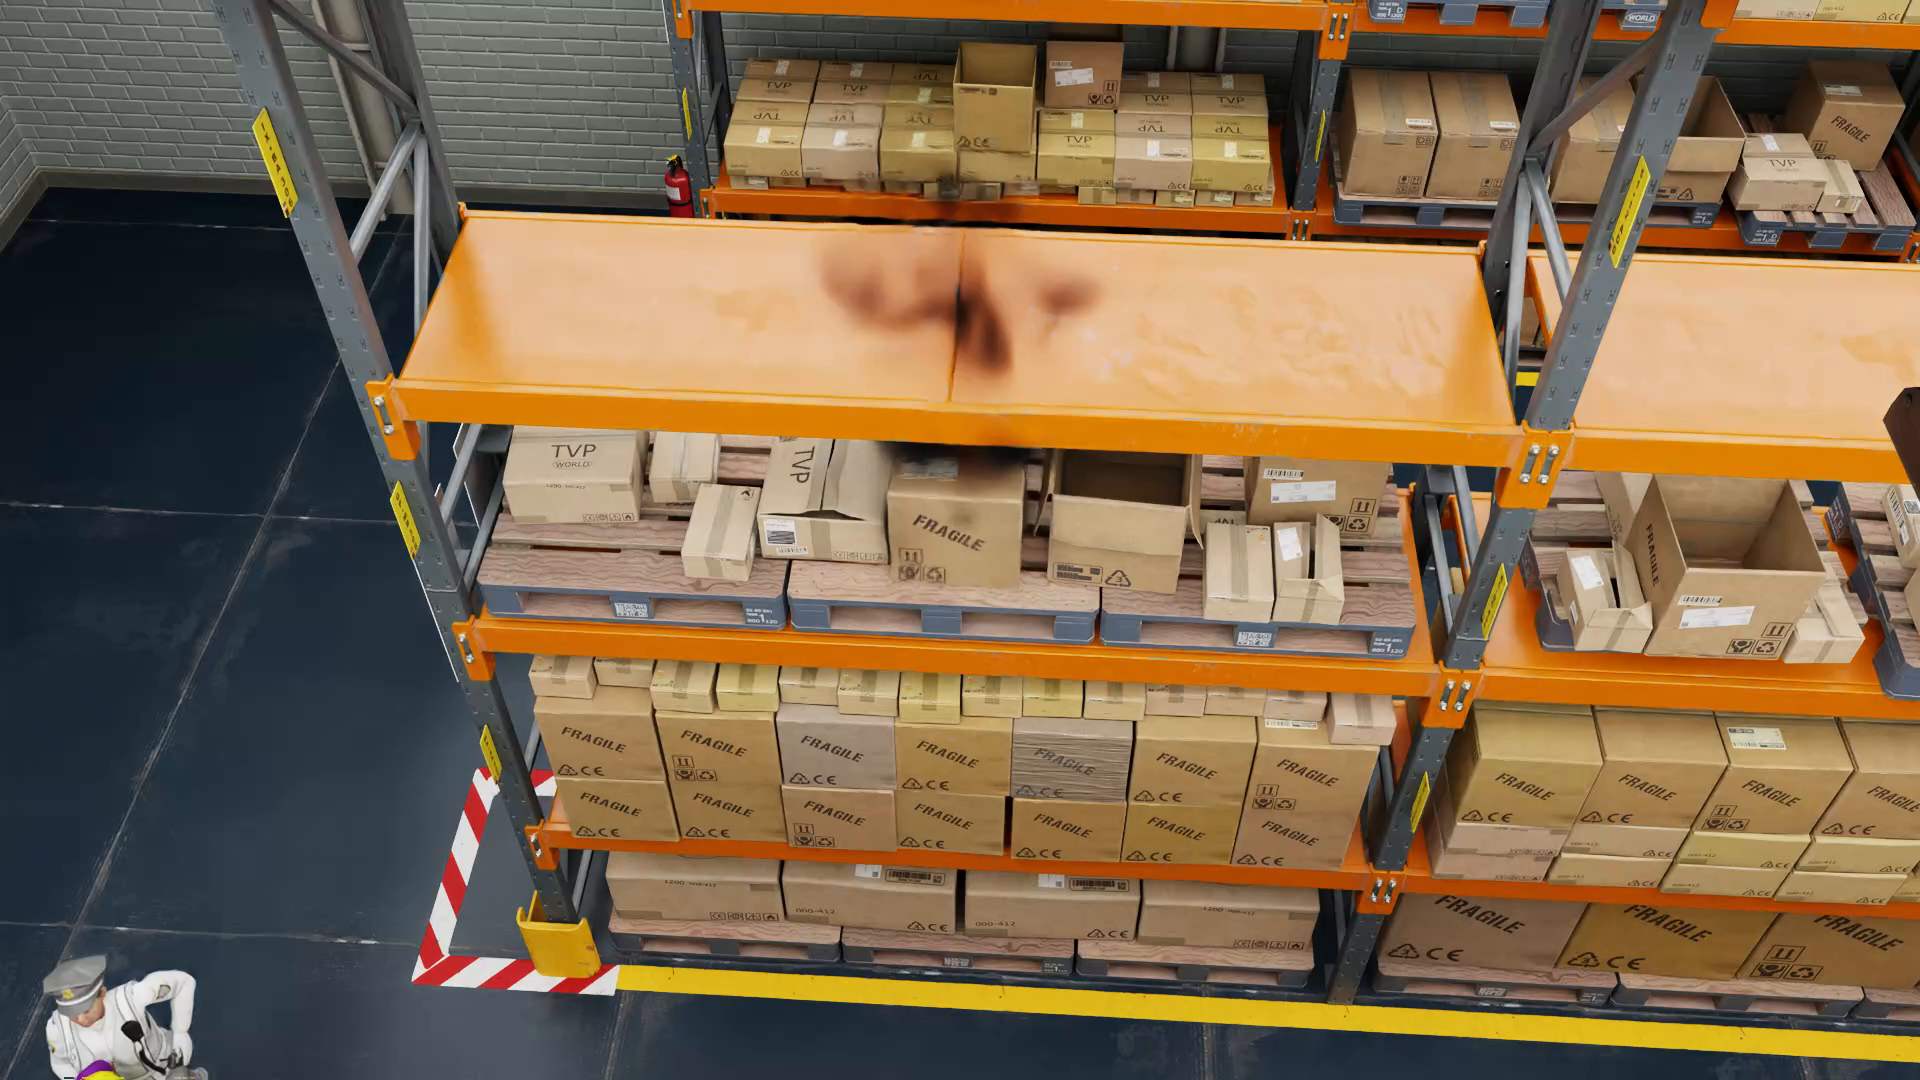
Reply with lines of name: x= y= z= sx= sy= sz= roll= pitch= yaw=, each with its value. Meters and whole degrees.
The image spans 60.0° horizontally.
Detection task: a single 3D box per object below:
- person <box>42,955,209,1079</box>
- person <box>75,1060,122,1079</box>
person: x=-3.644 y=2.380 z=7.448 sx=0.594 sy=1.746 sz=0.712 roll=-8 pitch=48 yaw=-7
person: x=-3.355 y=2.643 z=7.162 sx=0.655 sy=1.778 sz=0.972 roll=5 pitch=48 yaw=4
